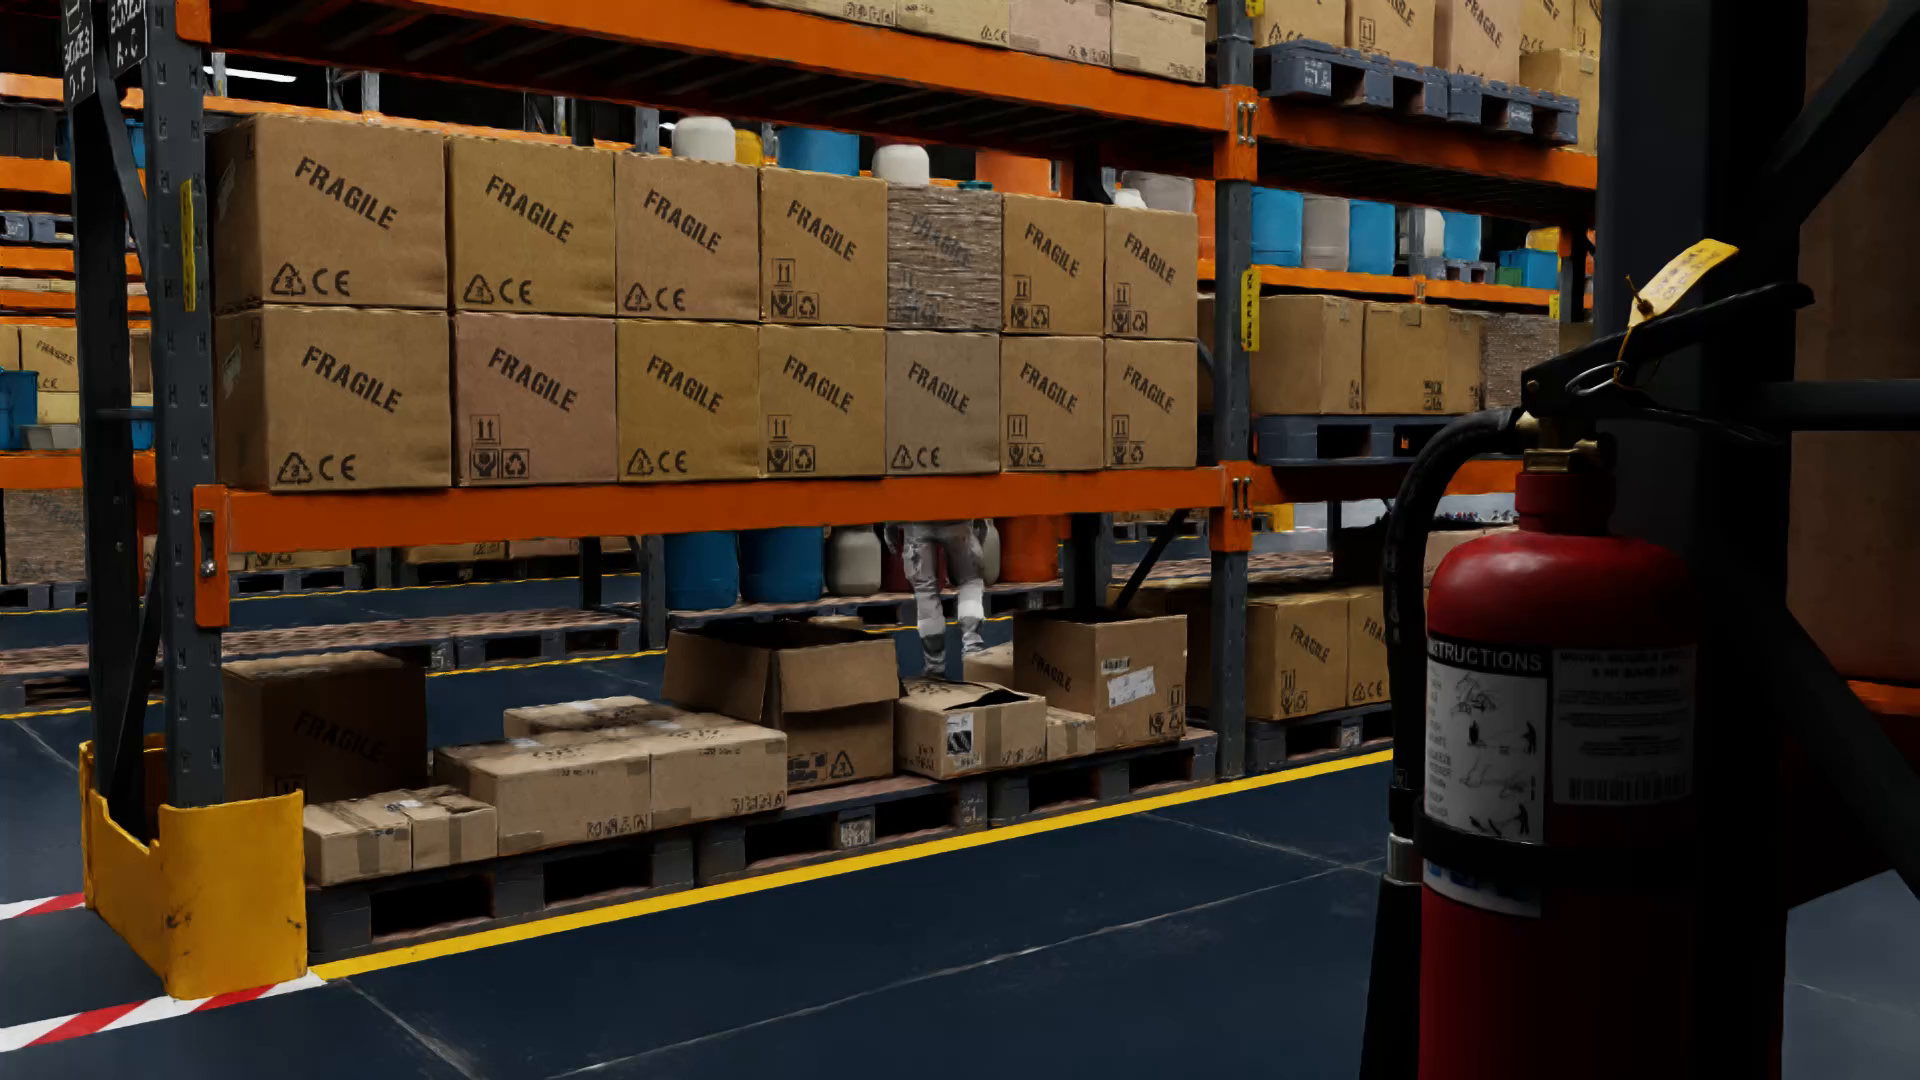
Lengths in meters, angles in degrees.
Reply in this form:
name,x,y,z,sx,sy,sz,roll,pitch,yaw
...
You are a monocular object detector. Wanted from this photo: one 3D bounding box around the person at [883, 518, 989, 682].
name,x,y,z,sx,sy,sz,roll,pitch,yaw
person,-0.078,-0.098,9.347,0.710,1.781,0.456,0,4,-5
